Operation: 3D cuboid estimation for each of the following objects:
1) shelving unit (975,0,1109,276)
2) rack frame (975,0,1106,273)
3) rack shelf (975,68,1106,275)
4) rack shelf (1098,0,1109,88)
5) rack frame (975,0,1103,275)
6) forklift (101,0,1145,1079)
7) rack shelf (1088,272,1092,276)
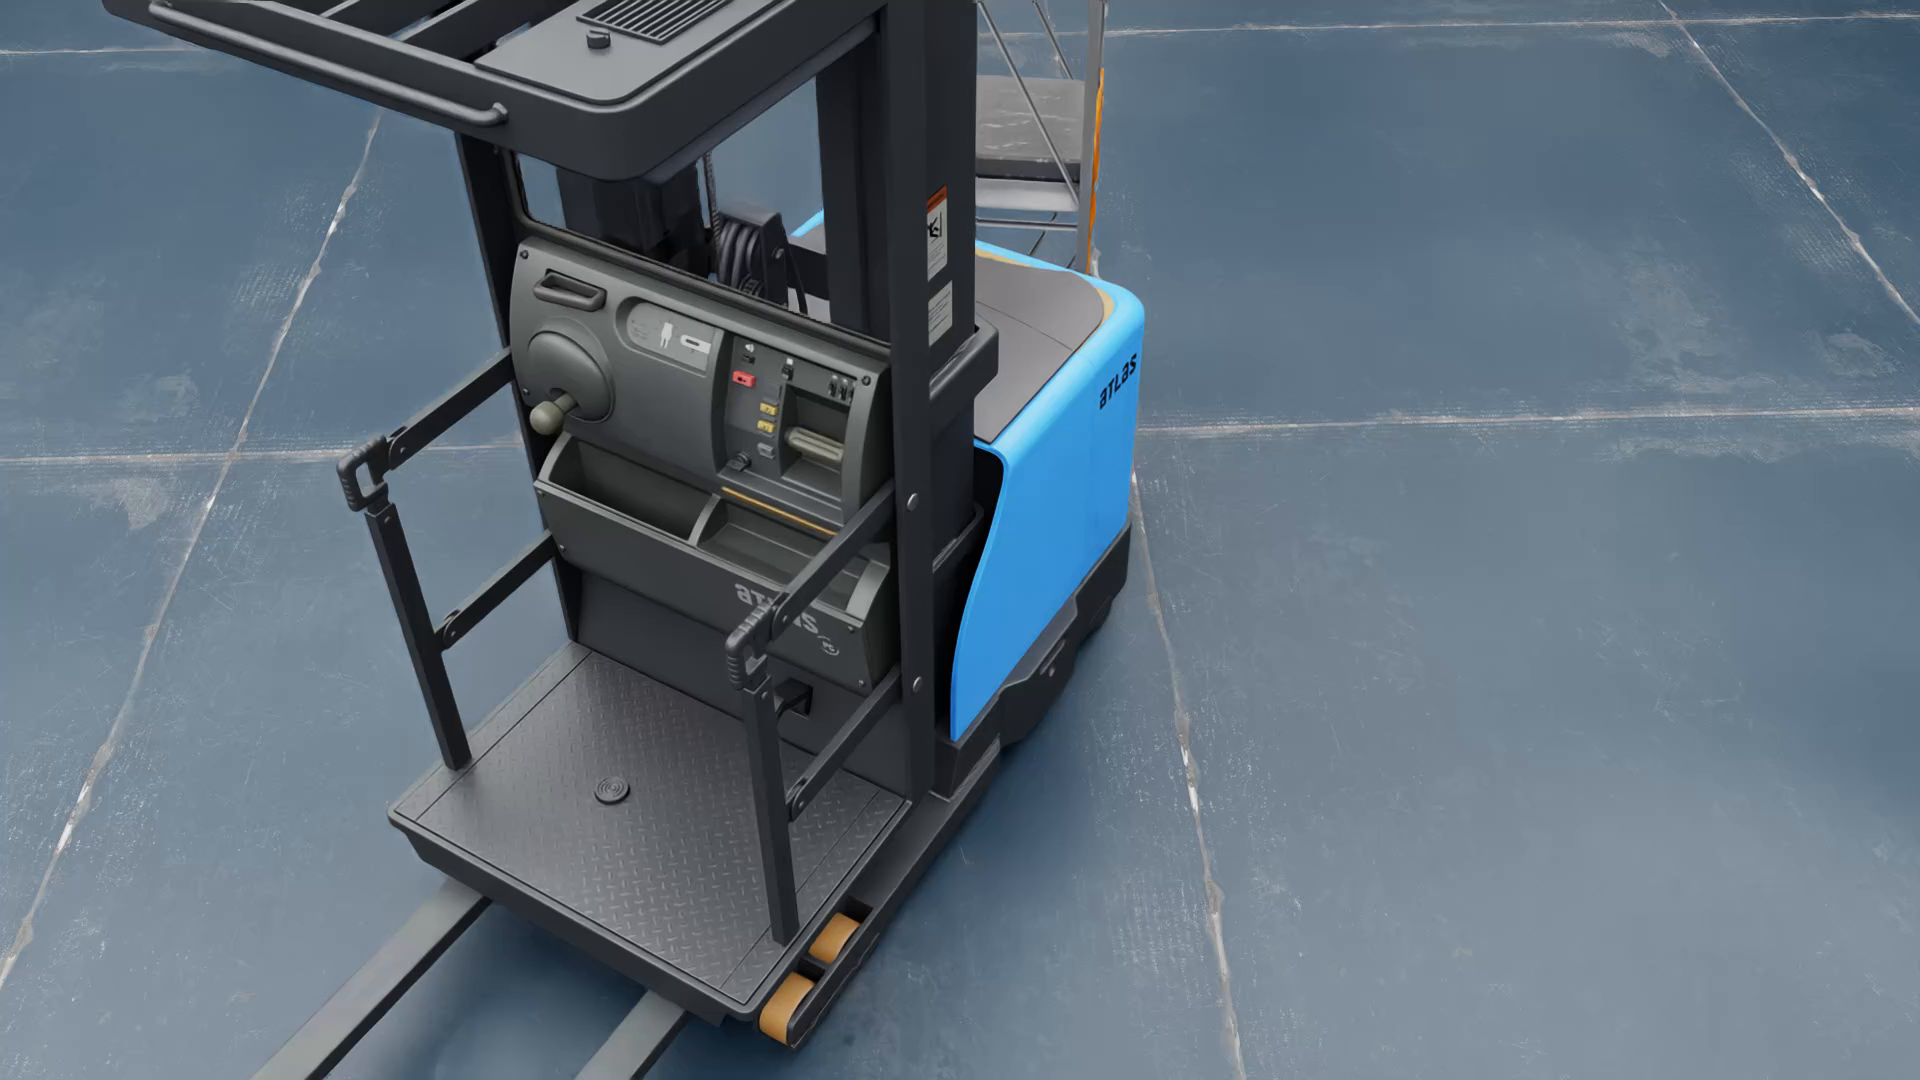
[{"bbox_3d":[0.189,-1.043,4.834,0.431,2.100,0.503,4,43,5],"label":"shelving unit"},{"bbox_3d":[0.216,-1.207,5.013,0.400,2.100,0.015,4,43,5],"label":"rack frame"},{"bbox_3d":[0.189,-1.033,4.843,0.431,0.518,0.480,4,43,5],"label":"rack shelf"},{"bbox_3d":[0.189,-1.549,4.370,0.431,0.518,0.480,4,43,5],"label":"rack shelf"},{"bbox_3d":[0.162,-0.879,4.656,0.400,2.100,0.015,4,43,5],"label":"rack frame"},{"bbox_3d":[-0.682,-0.250,3.353,1.130,2.935,3.031,22,47,22],"label":"forklift"},{"bbox_3d":[0.189,-0.517,5.316,0.431,0.518,0.480,4,43,5],"label":"rack shelf"}]
